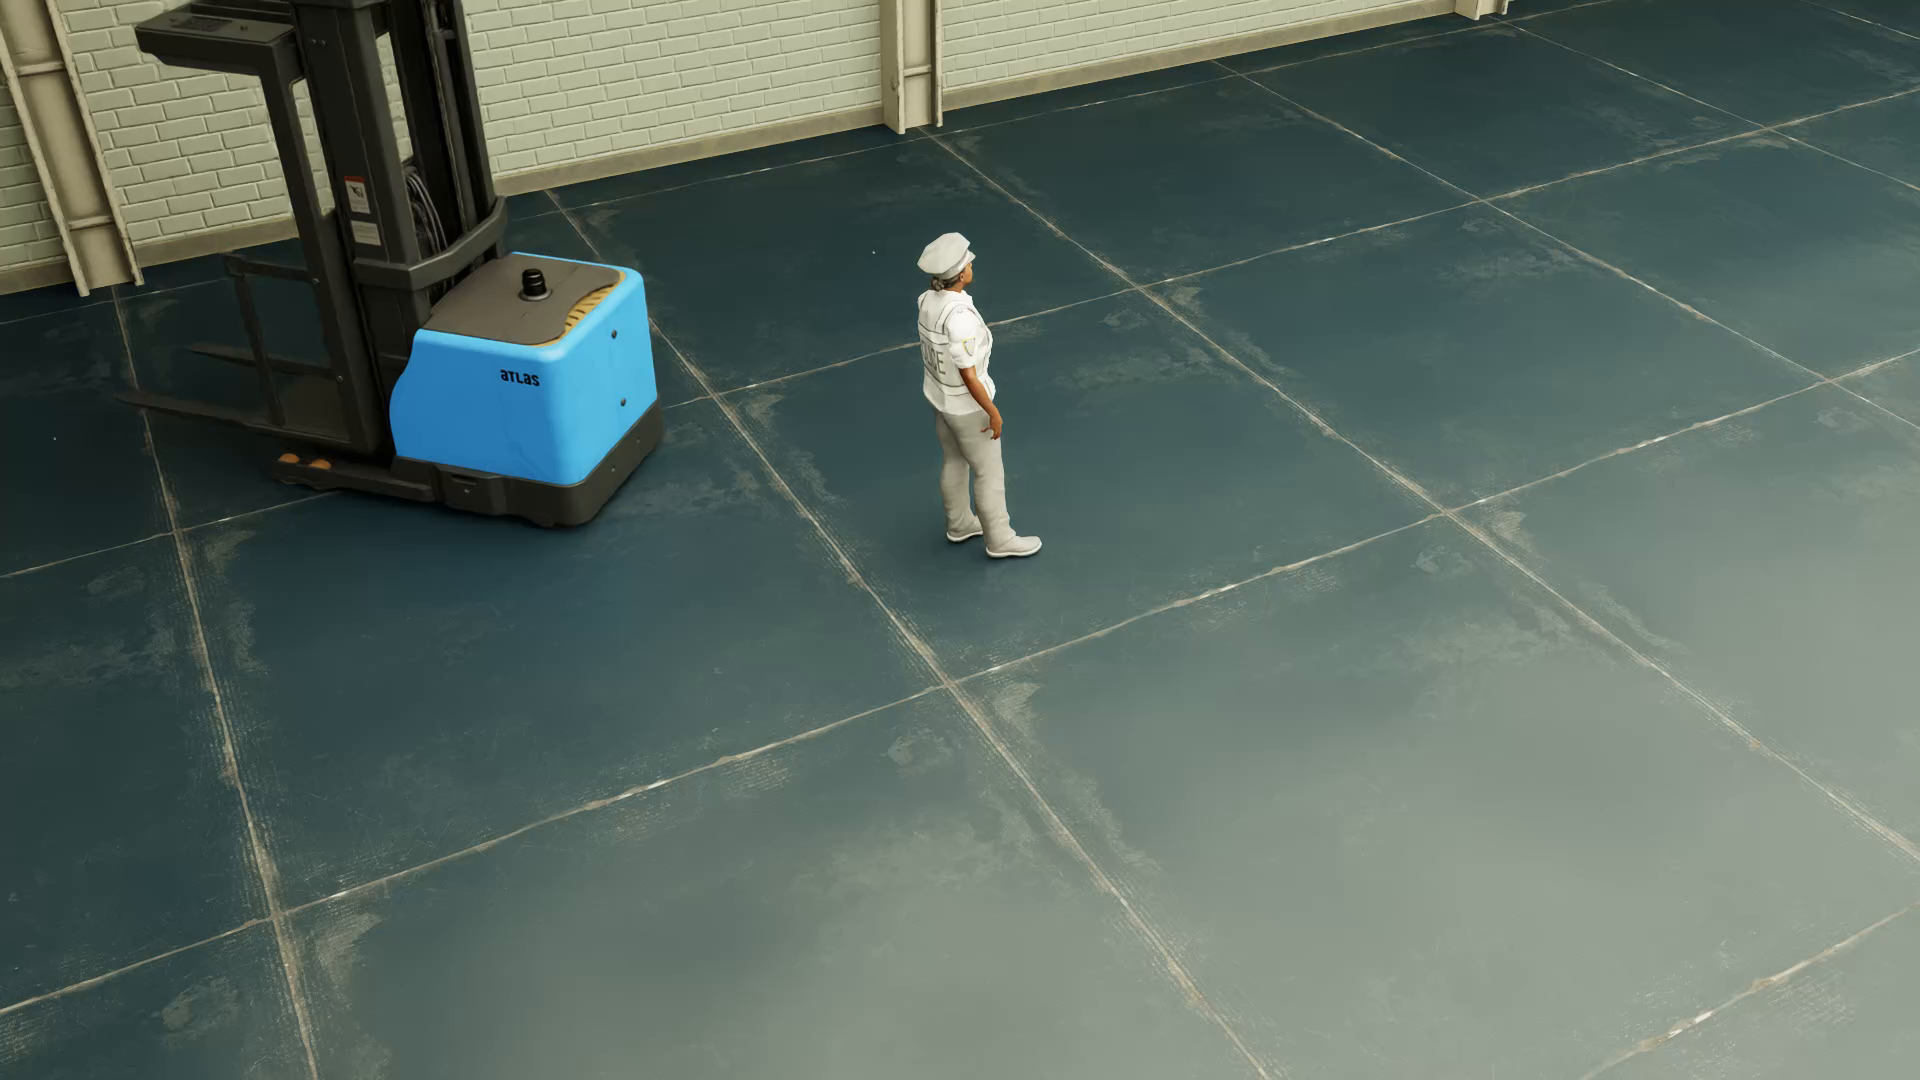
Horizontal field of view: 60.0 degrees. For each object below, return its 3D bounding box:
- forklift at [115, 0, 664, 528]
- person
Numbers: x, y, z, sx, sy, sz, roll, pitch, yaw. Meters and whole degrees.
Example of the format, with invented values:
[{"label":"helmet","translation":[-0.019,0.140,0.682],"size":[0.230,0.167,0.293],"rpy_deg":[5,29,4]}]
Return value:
[{"label":"forklift","translation":[-3.245,-1.747,8.595],"size":[3.031,2.935,1.130],"rpy_deg":[10,37,14]},{"label":"person","translation":[0.075,-0.708,8.183],"size":[0.530,1.694,0.569],"rpy_deg":[-17,39,-23]}]
